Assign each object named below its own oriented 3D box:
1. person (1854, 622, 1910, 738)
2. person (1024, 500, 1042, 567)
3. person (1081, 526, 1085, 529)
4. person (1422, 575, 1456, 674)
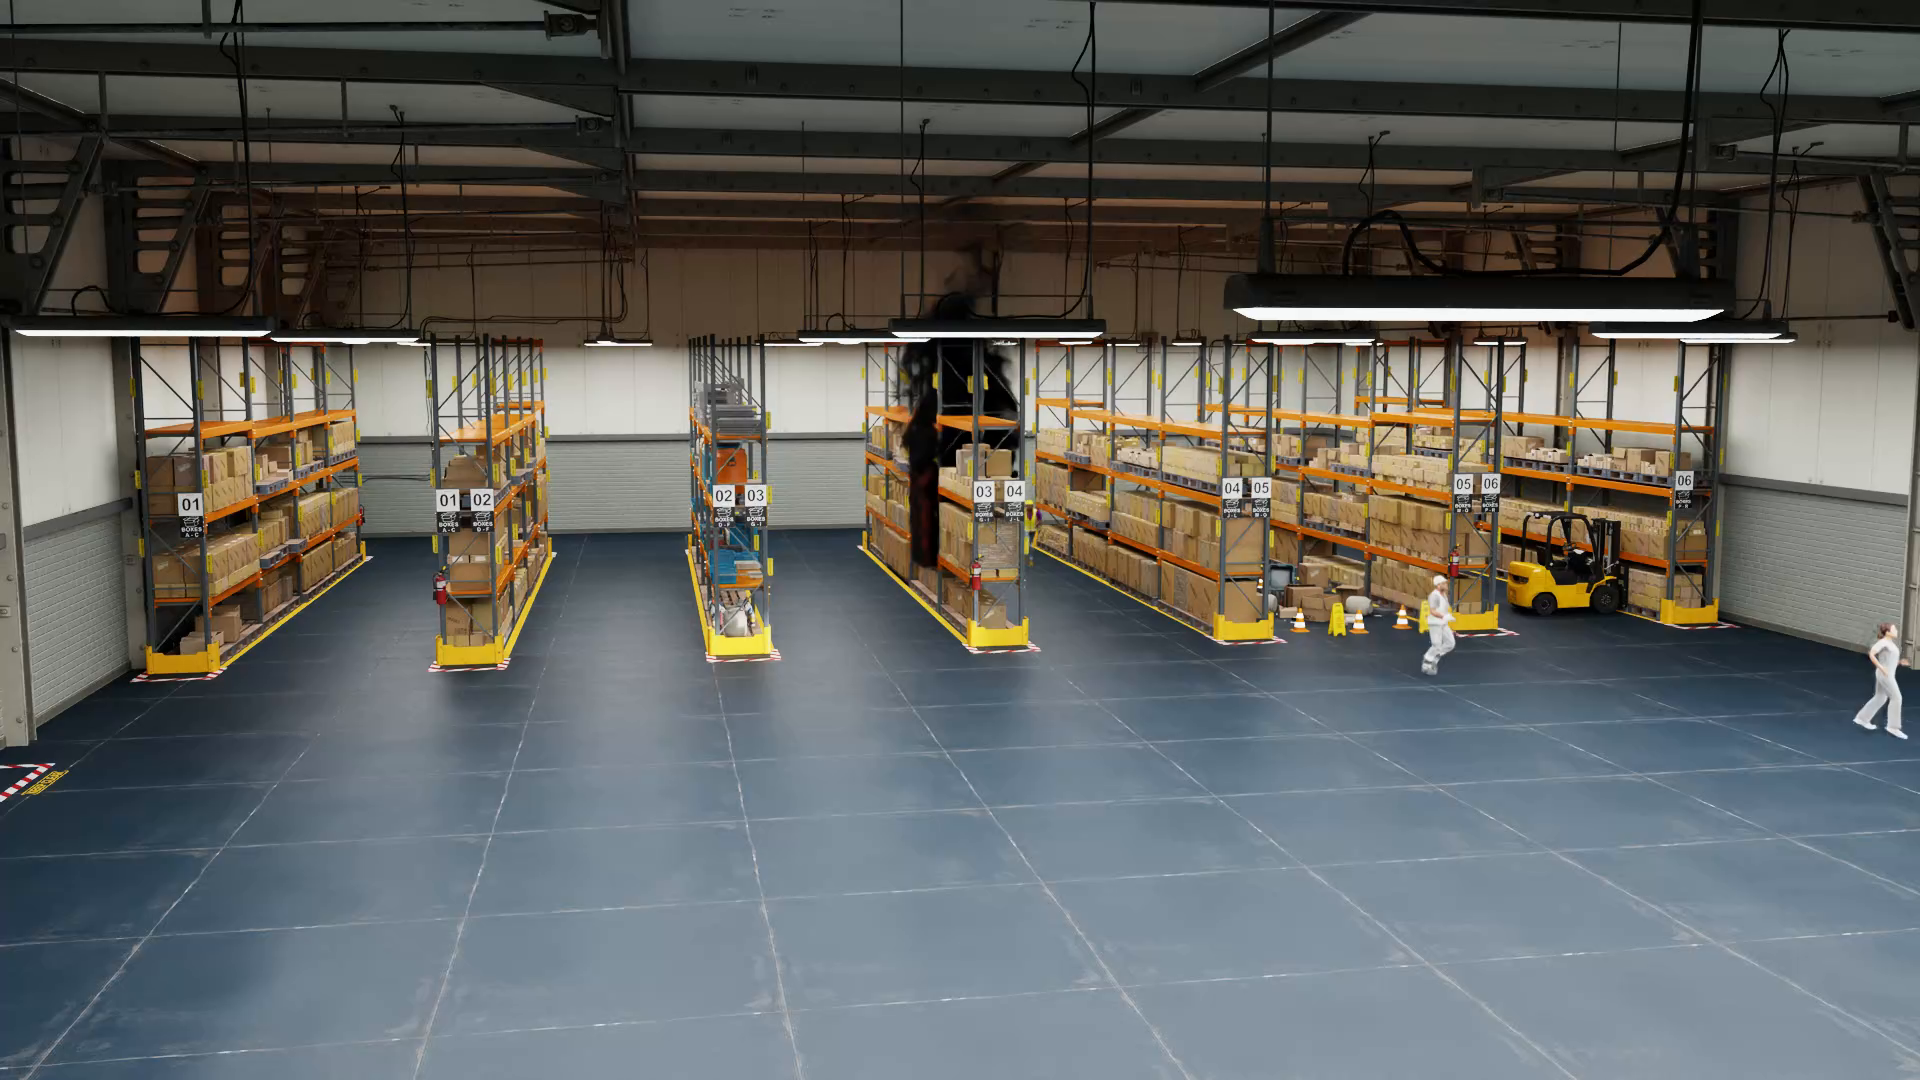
[{"bbox_3d":[13.761,2.064,24.767,0.732,1.716,0.568,4,8,34],"label":"person"},{"bbox_3d":[1.822,-0.210,44.328,0.702,1.762,1.110,-2,7,-15],"label":"person"},{"bbox_3d":[3.790,-0.749,49.672,0.582,1.647,0.615,-4,8,-31],"label":"person"},{"bbox_3d":[8.477,1.493,29.279,0.629,1.750,0.688,5,8,39],"label":"person"}]
